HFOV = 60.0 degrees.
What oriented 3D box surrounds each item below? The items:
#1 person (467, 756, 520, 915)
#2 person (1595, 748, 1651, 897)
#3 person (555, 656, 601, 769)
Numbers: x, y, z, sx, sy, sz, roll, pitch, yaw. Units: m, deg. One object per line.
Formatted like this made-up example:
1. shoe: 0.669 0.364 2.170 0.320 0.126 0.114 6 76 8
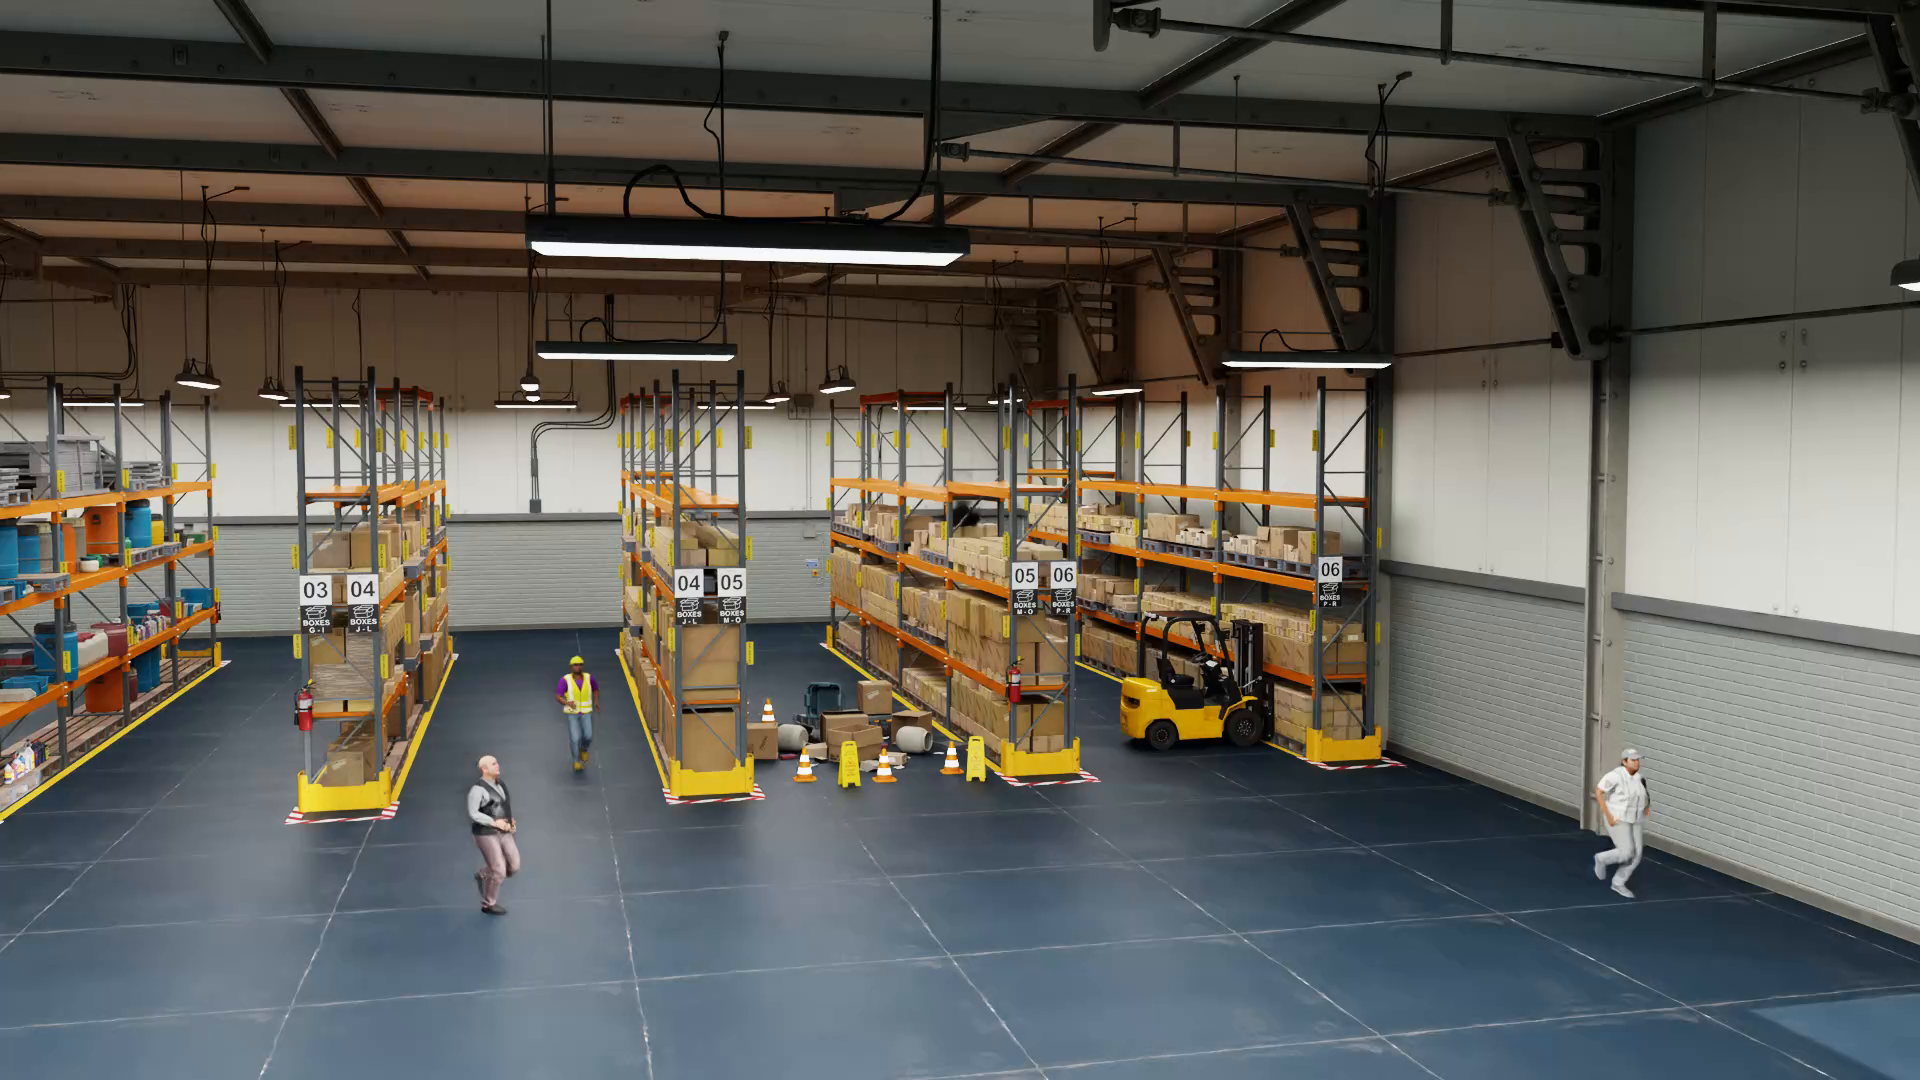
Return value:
1. person: -4.951 3.119 17.621 0.580 1.679 0.660 1 4 17
2. person: 7.343 3.103 18.410 0.620 1.627 0.542 -2 4 -25
3. person: -5.785 2.628 25.277 0.693 1.724 0.575 -1 4 -24
